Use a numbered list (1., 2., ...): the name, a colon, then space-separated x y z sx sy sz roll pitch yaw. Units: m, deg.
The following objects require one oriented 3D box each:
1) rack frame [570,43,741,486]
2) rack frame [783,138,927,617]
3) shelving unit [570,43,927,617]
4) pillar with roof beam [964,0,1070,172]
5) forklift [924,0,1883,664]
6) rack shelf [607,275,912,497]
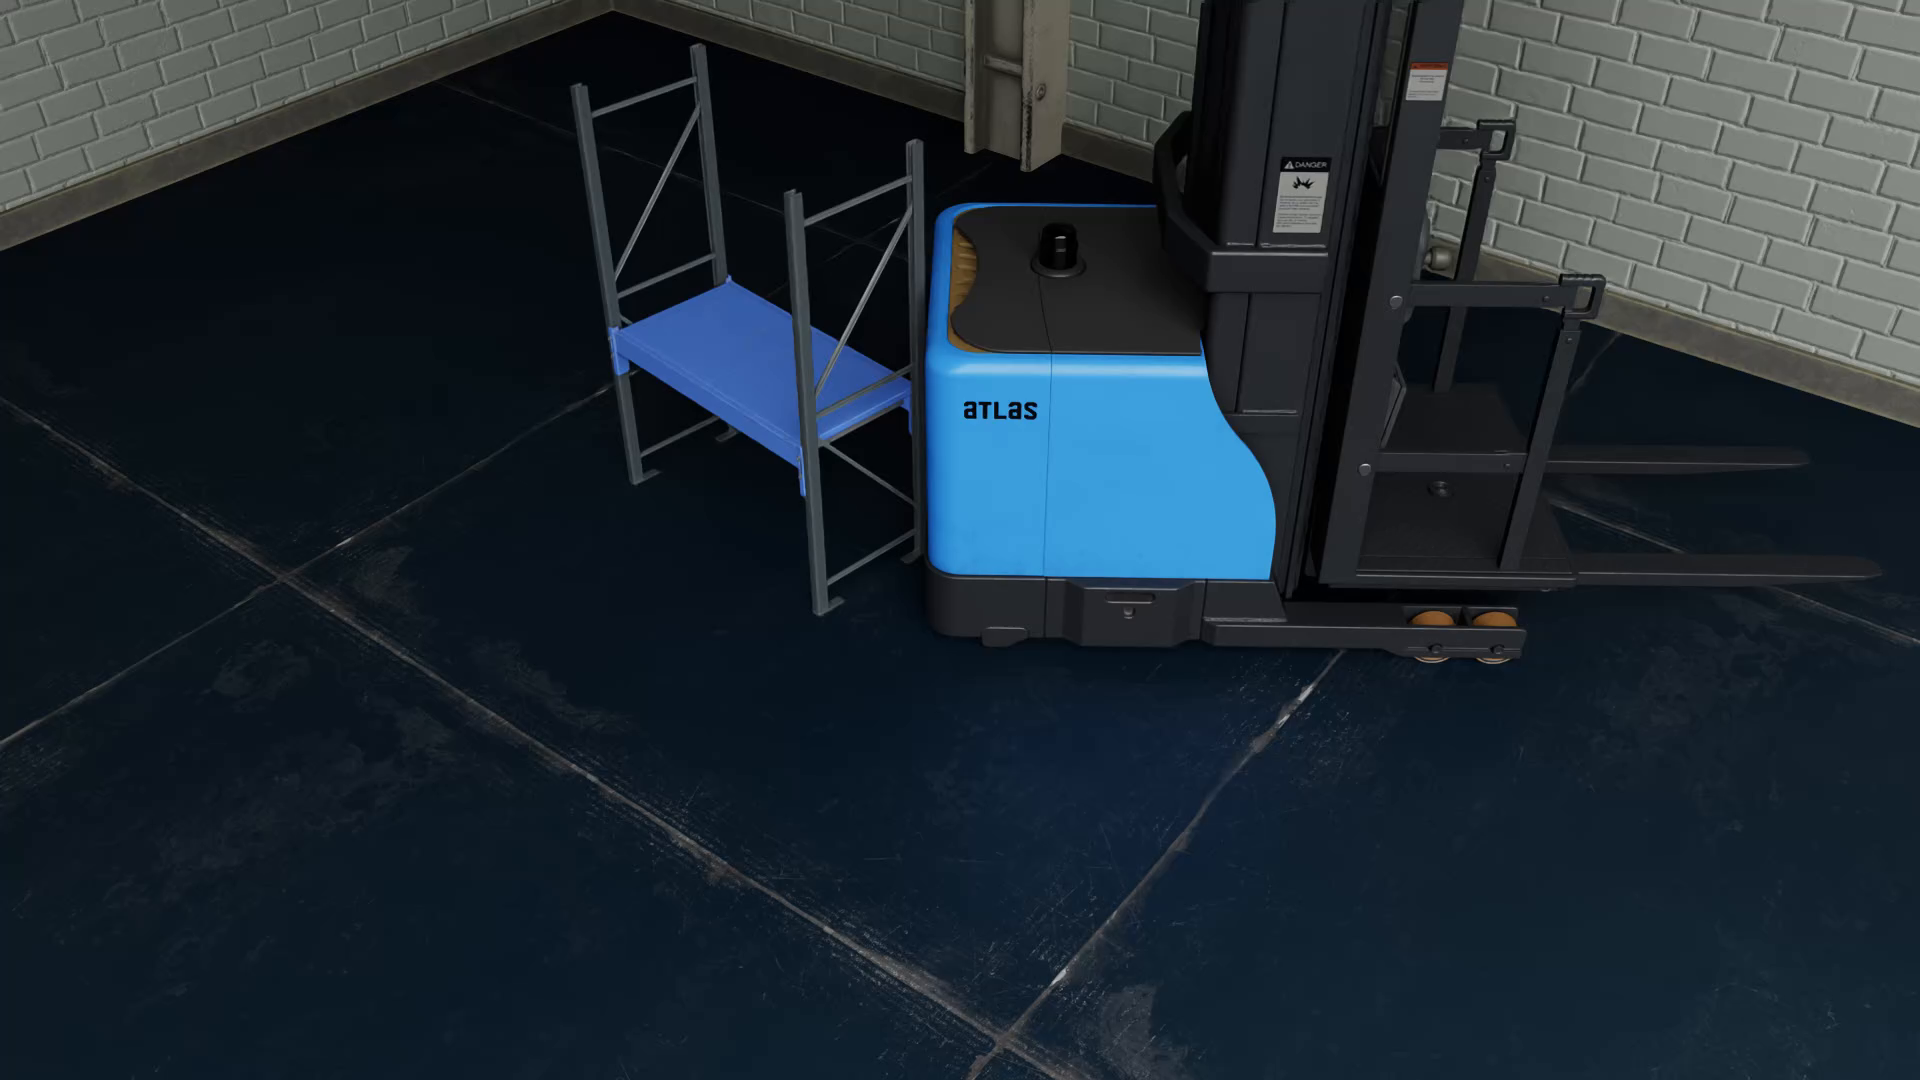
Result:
1. rack frame: -1.007 -0.900 5.683 0.500 1.500 0.032 -31 48 -34
2. rack frame: -0.293 -0.454 5.113 0.500 1.500 0.032 -31 48 -34
3. shelving unit: -0.650 -0.677 5.398 0.538 1.500 1.048 -31 48 -34
4. pillar with roof beam: -2.350 -3.354 2.734 0.400 9.000 9.100 25 45 29
5. forklift: 1.411 -1.097 4.773 3.031 2.935 1.130 1 38 1
6. rack shelf: -0.650 -0.536 5.509 0.538 0.185 1.000 -31 48 -34
